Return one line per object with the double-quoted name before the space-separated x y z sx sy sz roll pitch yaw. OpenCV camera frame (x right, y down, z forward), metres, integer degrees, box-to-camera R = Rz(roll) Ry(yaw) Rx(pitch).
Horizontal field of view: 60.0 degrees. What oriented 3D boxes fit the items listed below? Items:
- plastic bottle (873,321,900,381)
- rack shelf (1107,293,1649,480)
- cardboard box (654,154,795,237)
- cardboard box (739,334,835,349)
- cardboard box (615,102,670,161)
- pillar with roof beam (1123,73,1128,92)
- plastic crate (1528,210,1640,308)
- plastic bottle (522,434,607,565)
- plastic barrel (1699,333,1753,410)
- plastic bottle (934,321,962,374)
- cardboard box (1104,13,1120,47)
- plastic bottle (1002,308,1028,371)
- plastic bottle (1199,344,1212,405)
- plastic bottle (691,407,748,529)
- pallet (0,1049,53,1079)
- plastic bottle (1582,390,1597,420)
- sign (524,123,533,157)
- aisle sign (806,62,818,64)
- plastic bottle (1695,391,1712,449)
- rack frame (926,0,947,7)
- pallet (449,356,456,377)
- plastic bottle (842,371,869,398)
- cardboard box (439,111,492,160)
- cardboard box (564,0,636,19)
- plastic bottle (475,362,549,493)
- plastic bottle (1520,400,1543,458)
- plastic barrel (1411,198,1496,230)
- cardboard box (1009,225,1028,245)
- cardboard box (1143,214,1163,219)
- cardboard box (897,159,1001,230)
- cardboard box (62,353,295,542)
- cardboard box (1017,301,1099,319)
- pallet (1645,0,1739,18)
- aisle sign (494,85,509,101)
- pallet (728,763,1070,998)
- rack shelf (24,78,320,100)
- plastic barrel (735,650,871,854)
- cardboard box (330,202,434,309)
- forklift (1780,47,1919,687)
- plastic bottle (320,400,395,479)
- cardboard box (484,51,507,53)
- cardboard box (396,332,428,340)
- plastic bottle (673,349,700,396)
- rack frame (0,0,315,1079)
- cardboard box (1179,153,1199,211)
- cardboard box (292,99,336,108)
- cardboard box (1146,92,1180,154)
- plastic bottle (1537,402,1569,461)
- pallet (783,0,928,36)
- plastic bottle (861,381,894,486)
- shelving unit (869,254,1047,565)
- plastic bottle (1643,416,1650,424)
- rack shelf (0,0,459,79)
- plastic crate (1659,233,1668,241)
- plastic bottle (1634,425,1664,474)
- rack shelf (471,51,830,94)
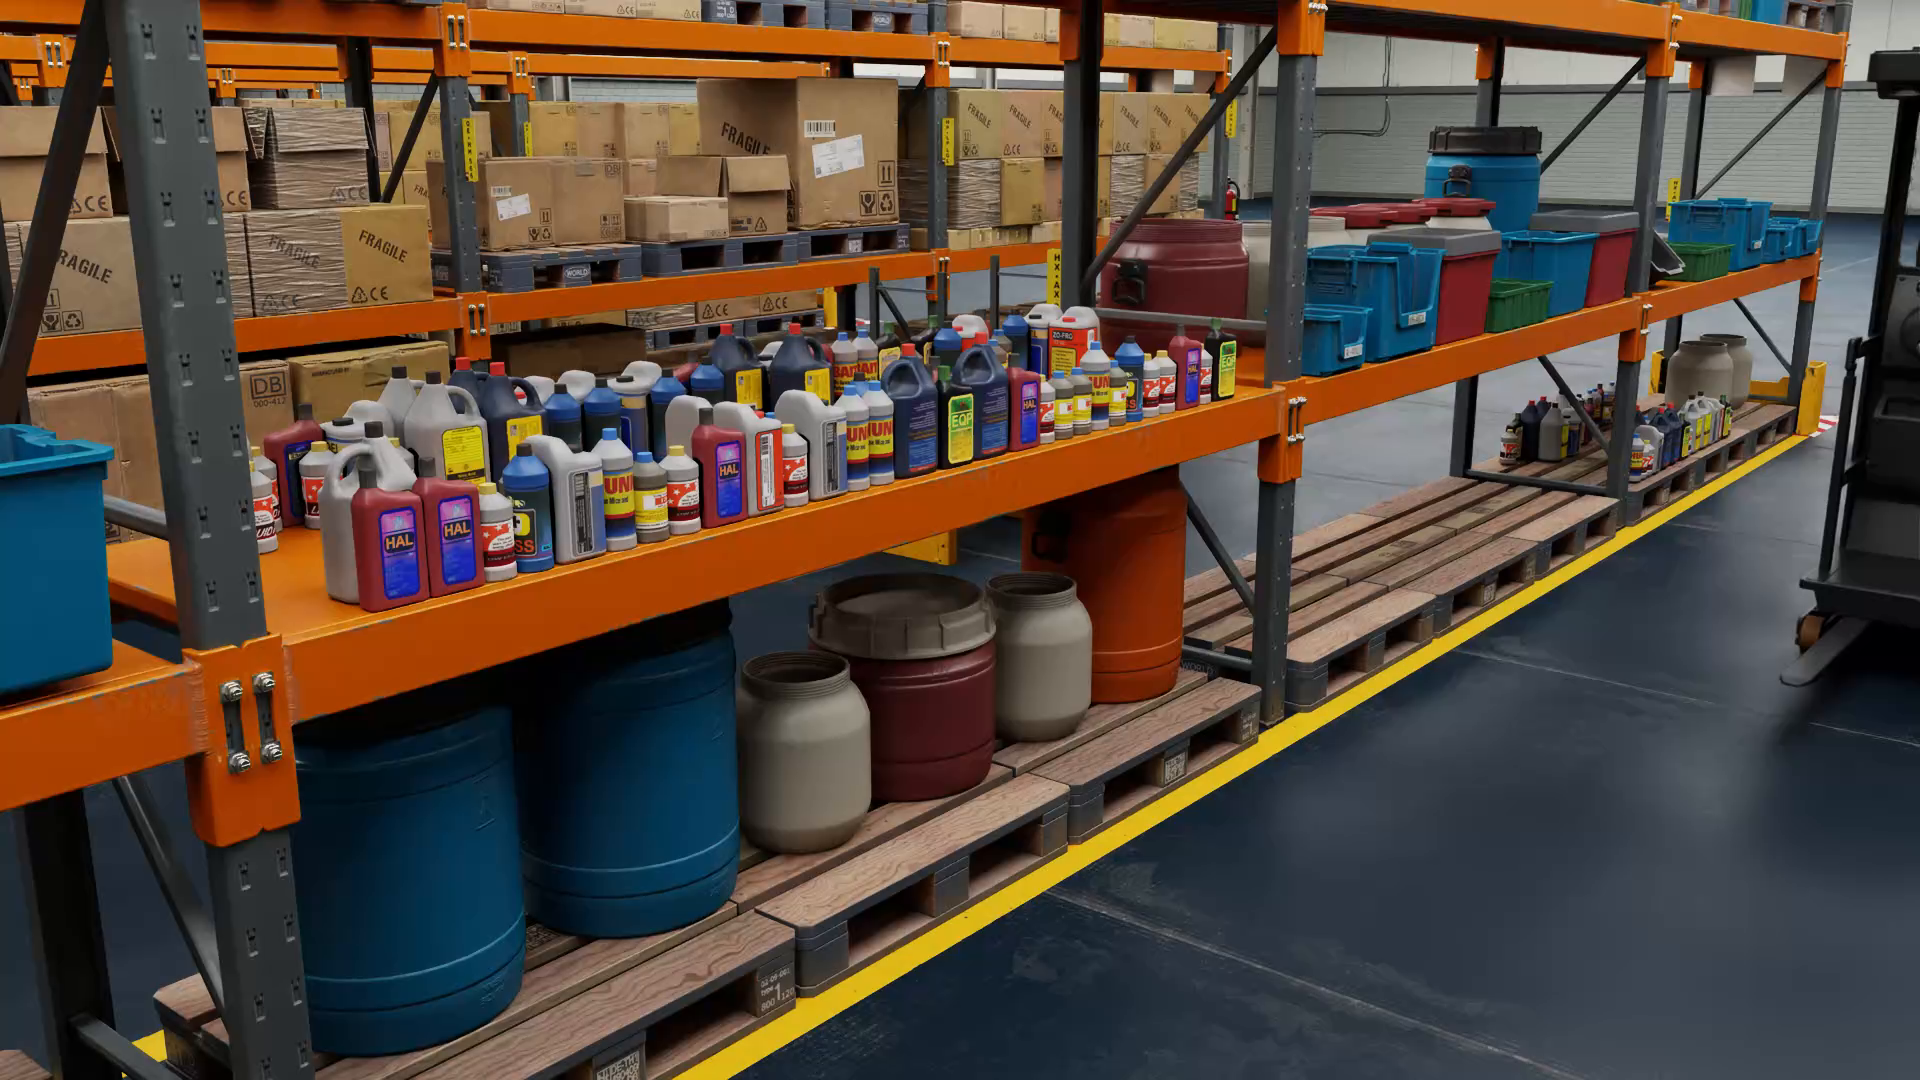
"plastic bottle" -0.260 -0.586 5.574 0.061 0.283 0.133 11 18 38
"rack shelf" 2.076 -0.861 7.881 1.077 0.370 4.000 11 18 38
"cardboard box" -1.537 -2.267 10.890 0.797 0.503 0.637 14 20 43
"cardboard box" -1.236 -1.158 11.774 0.700 0.500 0.500 11 18 37
"cardboard box" -3.353 -4.013 16.330 0.875 0.550 0.550 11 18 38
"pillar with roof beam" 7.718 -12.270 39.146 9.100 9.000 0.400 11 18 38
"plastic crate" 3.267 -1.484 8.741 0.402 0.464 0.583 11 18 38
"plastic bottle" -0.878 -0.100 3.678 0.152 0.276 0.135 11 18 38
"plastic barrel" 5.493 -1.219 12.028 0.421 0.512 0.421 0 14 0
"plastic bottle" -0.042 -0.616 5.715 0.097 0.271 0.097 0 14 0
"cardboard box" 0.937 -4.085 13.322 0.500 0.250 0.500 11 18 37
"plastic bottle" 0.202 -0.714 6.101 0.097 0.271 0.097 0 14 0
"plastic bottle" 0.810 -0.568 5.669 0.097 0.201 0.097 0 14 0
"plastic bottle" -0.574 -0.178 3.970 0.061 0.283 0.133 11 18 38
"pallet" -2.127 1.438 3.035 1.003 0.211 1.213 11 18 38
"plastic bottle" 4.187 -0.866 11.087 0.097 0.271 0.097 0 14 0
"sign" -3.885 -3.587 14.959 0.100 0.325 0.005 11 18 38
"aisle sign" -1.522 -5.139 17.981 0.394 0.787 0.004 11 18 38
"plastic bottle" 4.666 -0.766 10.531 0.144 0.351 0.185 12 19 40
"rack frame" -0.519 -5.267 11.579 1.000 3.000 0.127 11 18 38
"pallet" -4.740 -1.635 15.131 1.003 0.211 1.213 11 18 38
"plastic bottle" -0.275 -0.327 4.581 0.097 0.271 0.097 0 14 0
"cardboard box" -4.621 -3.583 14.902 0.700 0.500 0.500 11 18 37
"cardboard box" -2.217 -3.123 9.537 0.500 0.250 0.500 12 18 39
"plastic bottle" -1.143 -0.277 4.220 0.144 0.351 0.185 11 18 38
"plastic bottle" 3.514 -0.690 10.234 0.144 0.351 0.185 11 18 36
"plastic barrel" 2.561 -1.509 8.696 0.433 0.535 0.433 0 14 0
"cardboard box" 0.302 -2.379 12.908 0.380 0.149 0.250 11 18 38
"cardboard box" 1.532 -2.768 14.437 0.380 0.149 0.250 11 18 38
"cardboard box" -0.188 -2.628 12.570 0.875 0.500 0.500 11 18 38
"cardboard box" -4.049 -0.469 8.337 1.225 0.875 0.875 11 18 38
"cardboard box" 0.832 -1.764 14.197 0.500 0.500 0.500 14 20 43
"pallet" 3.711 -3.108 9.558 1.213 0.211 1.003 11 18 38
"aisle sign" -5.915 -5.979 21.285 0.394 0.787 0.004 11 18 38
"pallet" -0.411 0.915 5.093 1.003 0.211 1.213 11 18 38
"rack shelf" -10.833 -6.148 22.602 1.077 0.370 4.000 11 18 38
"plastic barrel" -0.470 0.610 4.829 0.421 0.512 0.421 0 14 0
"cardboard box" -3.151 -1.509 8.767 0.500 0.500 0.500 12 19 39
"forklift" 4.262 -0.912 6.761 1.130 2.935 3.031 12 18 38
"plastic bottle" -1.469 -0.196 4.054 0.152 0.276 0.135 11 18 38
"cardboard box" -5.825 -6.044 20.433 0.500 0.250 0.500 11 18 37
"cardboard box" -5.243 -1.942 14.393 1.050 0.750 0.750 11 18 38
"plastic bottle" -0.812 -0.418 4.912 0.061 0.283 0.133 11 18 38
"rack frame" -1.697 -0.061 3.272 0.949 2.616 0.053 11 18 38
"cardboard box" 1.628 -3.217 14.886 0.875 0.500 0.500 11 18 38
"cardboard box" -7.444 -4.715 18.754 0.700 0.500 0.500 11 18 38
"cardboard box" 1.532 -3.562 14.216 0.500 0.500 0.500 11 18 38
"plastic bottle" 3.626 -0.668 10.146 0.144 0.351 0.185 11 18 38
"pallet" -0.990 -3.620 11.571 1.213 0.211 1.003 11 18 38
"plastic bottle" -0.225 -0.286 4.419 0.097 0.271 0.097 0 14 0
"shelving unit" 0.048 -0.742 8.996 0.587 1.500 1.083 11 18 38
"plastic bottle" 4.160 -0.620 10.121 0.097 0.271 0.097 0 14 0
"rack shelf" -4.290 -2.315 7.514 1.077 0.370 4.000 11 18 38
"plastic crate" 5.034 -2.109 11.870 0.298 0.136 0.250 11 18 38
"plastic bottle" 4.056 -0.545 9.815 0.152 0.276 0.135 12 19 40
"rack shelf" -3.057 -4.634 16.642 1.077 0.370 4.000 11 18 38
